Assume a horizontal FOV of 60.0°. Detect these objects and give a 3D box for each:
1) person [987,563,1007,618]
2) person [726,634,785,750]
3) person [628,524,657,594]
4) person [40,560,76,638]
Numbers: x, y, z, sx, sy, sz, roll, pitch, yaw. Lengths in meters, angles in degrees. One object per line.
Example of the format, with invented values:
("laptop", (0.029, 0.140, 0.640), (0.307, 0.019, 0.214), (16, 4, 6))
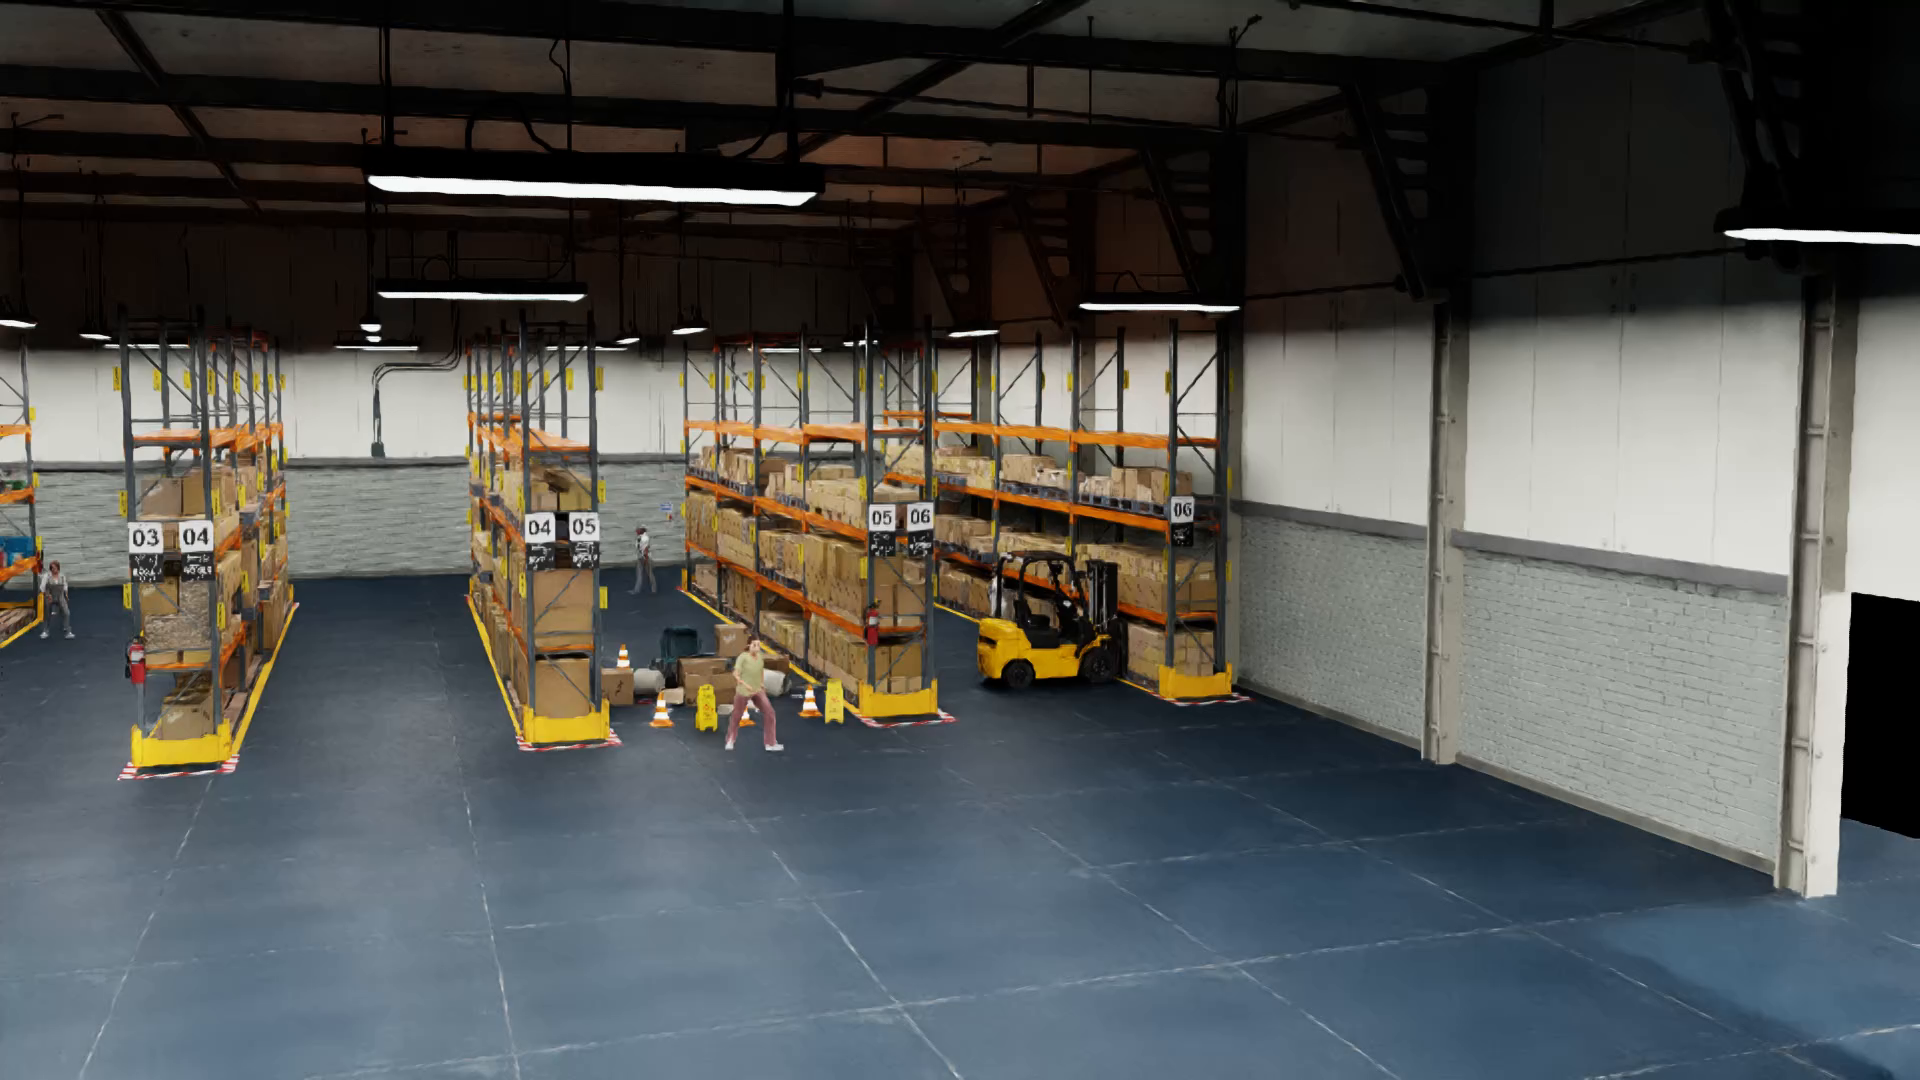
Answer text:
("person", (0.664, 1.270, 30.534), (0.544, 1.653, 0.579), (1, 5, 7))
("person", (-2.846, 2.054, 22.589), (0.620, 1.604, 0.814), (-4, 7, -35))
("person", (-7.511, 0.442, 39.323), (0.603, 1.656, 0.594), (-4, 7, -34))
("person", (-17.705, 1.146, 32.528), (0.553, 1.528, 0.784), (-4, 7, -39))
